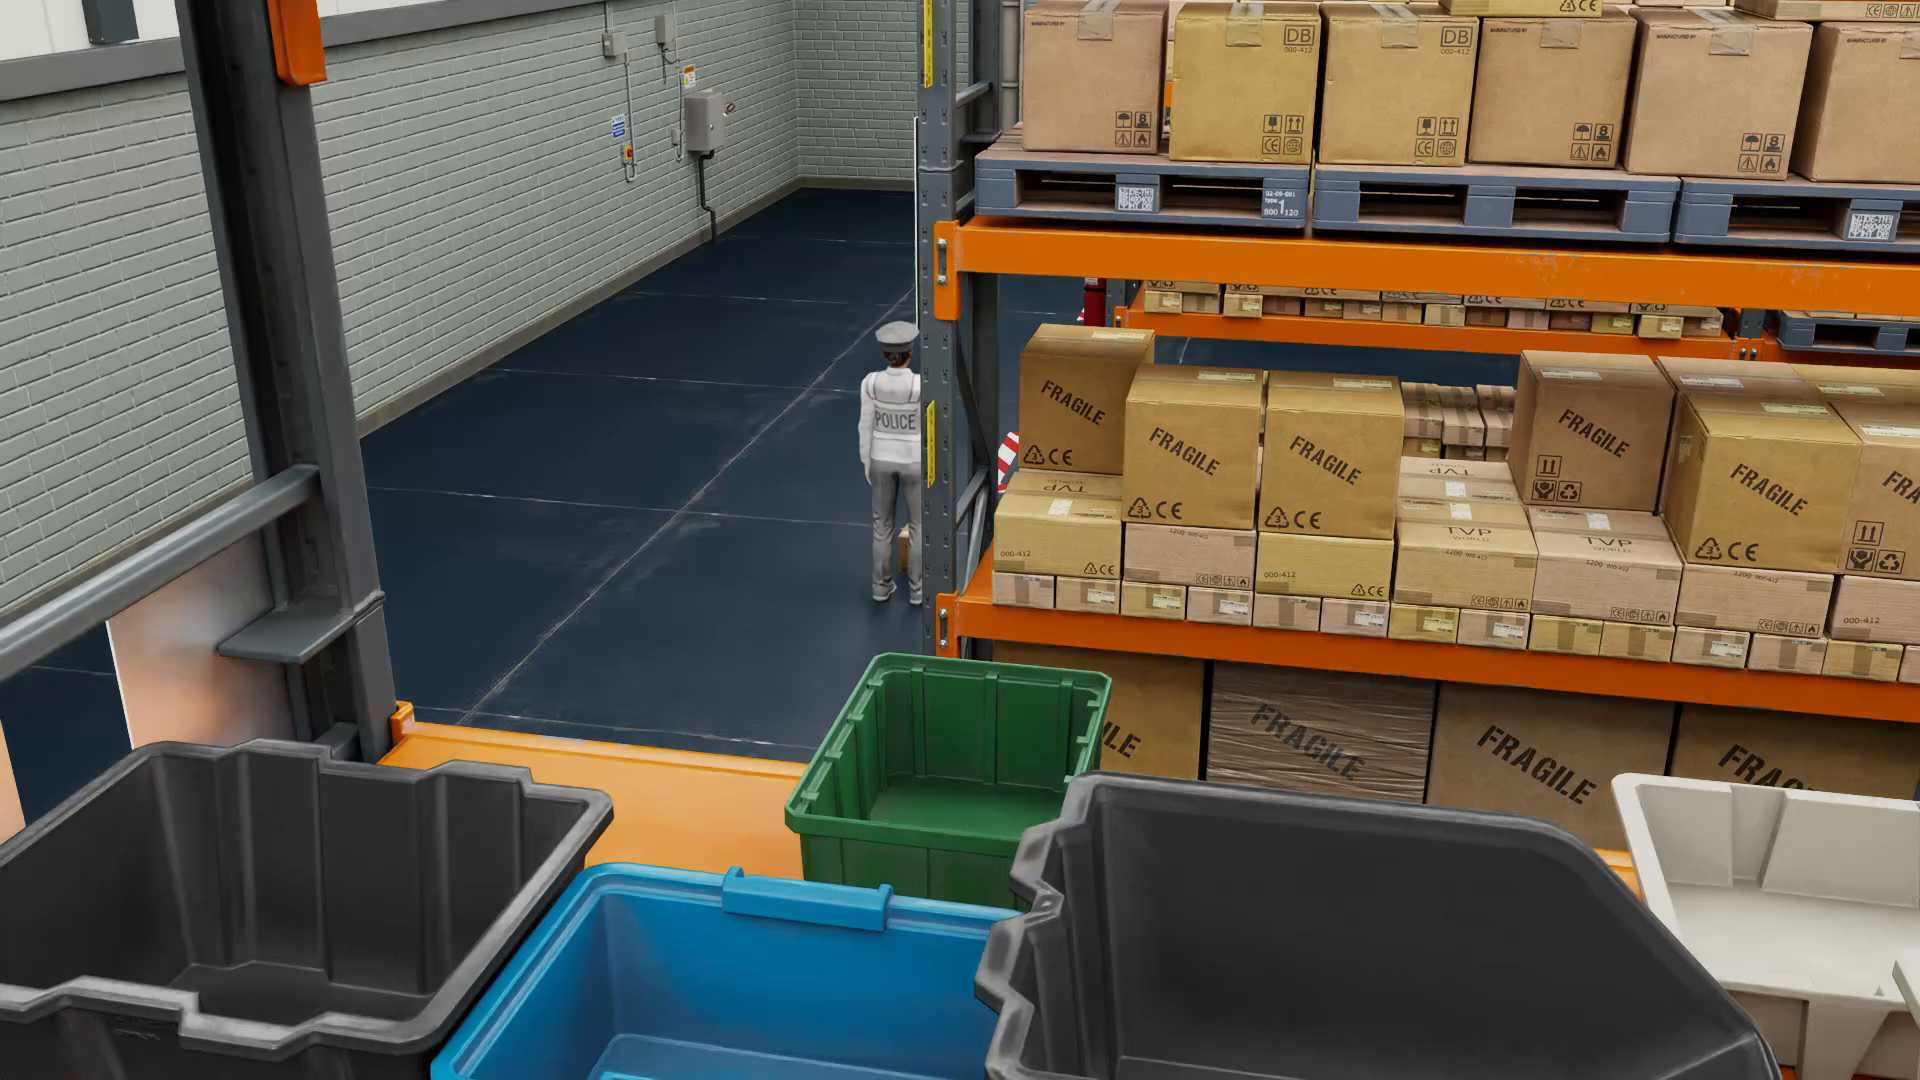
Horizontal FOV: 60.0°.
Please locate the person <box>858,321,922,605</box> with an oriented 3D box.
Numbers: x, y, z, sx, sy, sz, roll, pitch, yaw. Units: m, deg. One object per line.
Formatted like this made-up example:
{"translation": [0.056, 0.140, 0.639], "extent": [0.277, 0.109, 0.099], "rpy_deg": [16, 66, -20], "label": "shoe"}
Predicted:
{"translation": [-0.348, -0.437, 9.665], "extent": [0.468, 1.678, 0.329], "rpy_deg": [5, 22, 12], "label": "person"}
